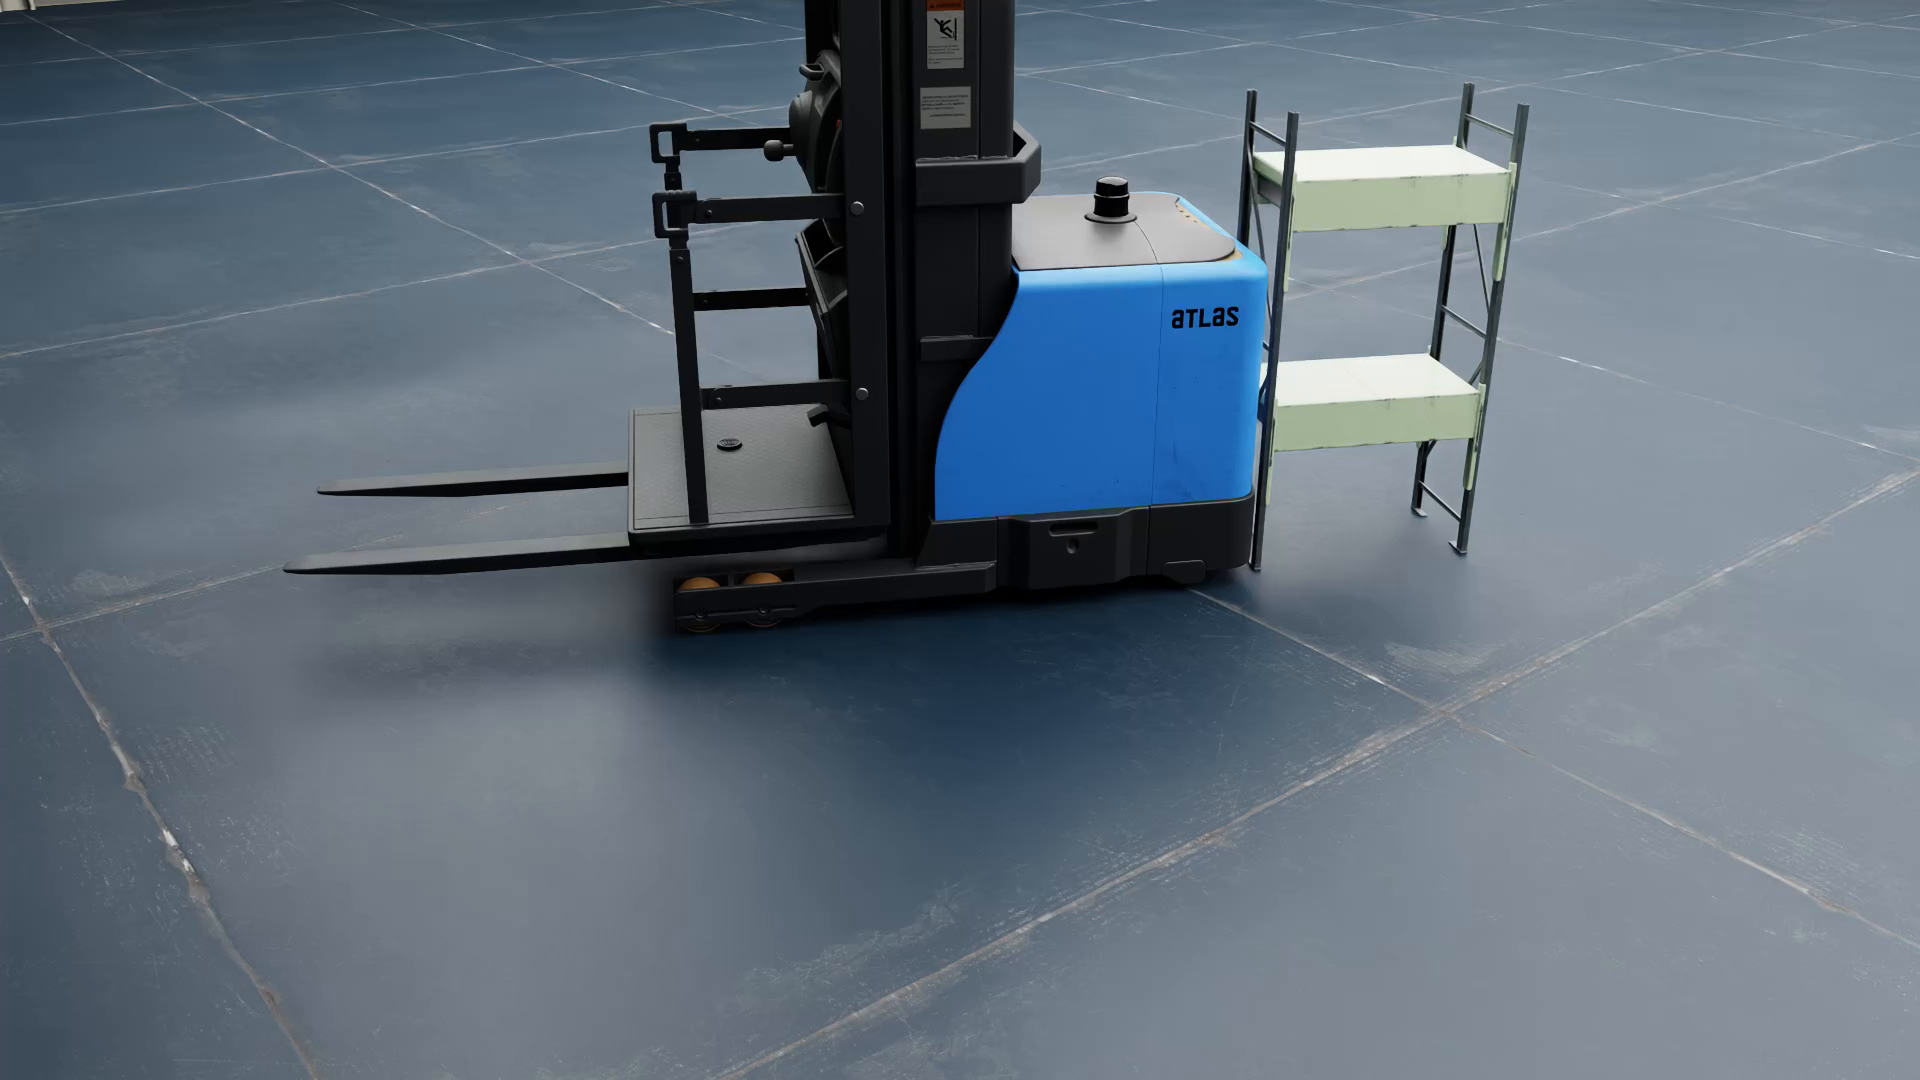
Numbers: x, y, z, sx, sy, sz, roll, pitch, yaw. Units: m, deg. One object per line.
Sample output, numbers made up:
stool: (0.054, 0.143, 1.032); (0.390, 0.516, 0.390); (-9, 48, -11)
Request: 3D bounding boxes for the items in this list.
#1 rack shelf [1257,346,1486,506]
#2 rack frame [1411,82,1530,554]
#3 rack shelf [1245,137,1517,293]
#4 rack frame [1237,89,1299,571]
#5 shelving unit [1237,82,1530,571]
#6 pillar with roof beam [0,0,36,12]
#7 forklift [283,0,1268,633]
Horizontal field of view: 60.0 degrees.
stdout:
rack shelf: (1.314, -0.392, 5.588); (0.720, 0.370, 0.431); (-4, 25, -9)
rack frame: (1.674, -0.716, 5.510); (0.023, 1.500, 0.400); (-4, 25, -9)
rack shelf: (1.314, -1.042, 5.286); (0.720, 0.370, 0.431); (-4, 25, -9)
rack frame: (0.953, -0.660, 5.391); (0.023, 1.500, 0.400); (-4, 25, -9)
shelving unit: (1.314, -0.688, 5.451); (0.755, 1.500, 0.431); (-4, 25, -9)
pillar with roof beam: (-7.810, -8.521, 13.421); (0.400, 9.000, 9.100); (-18, 31, -34)
forklift: (-0.613, -1.284, 5.035); (3.031, 2.935, 1.130); (-4, 25, -9)
